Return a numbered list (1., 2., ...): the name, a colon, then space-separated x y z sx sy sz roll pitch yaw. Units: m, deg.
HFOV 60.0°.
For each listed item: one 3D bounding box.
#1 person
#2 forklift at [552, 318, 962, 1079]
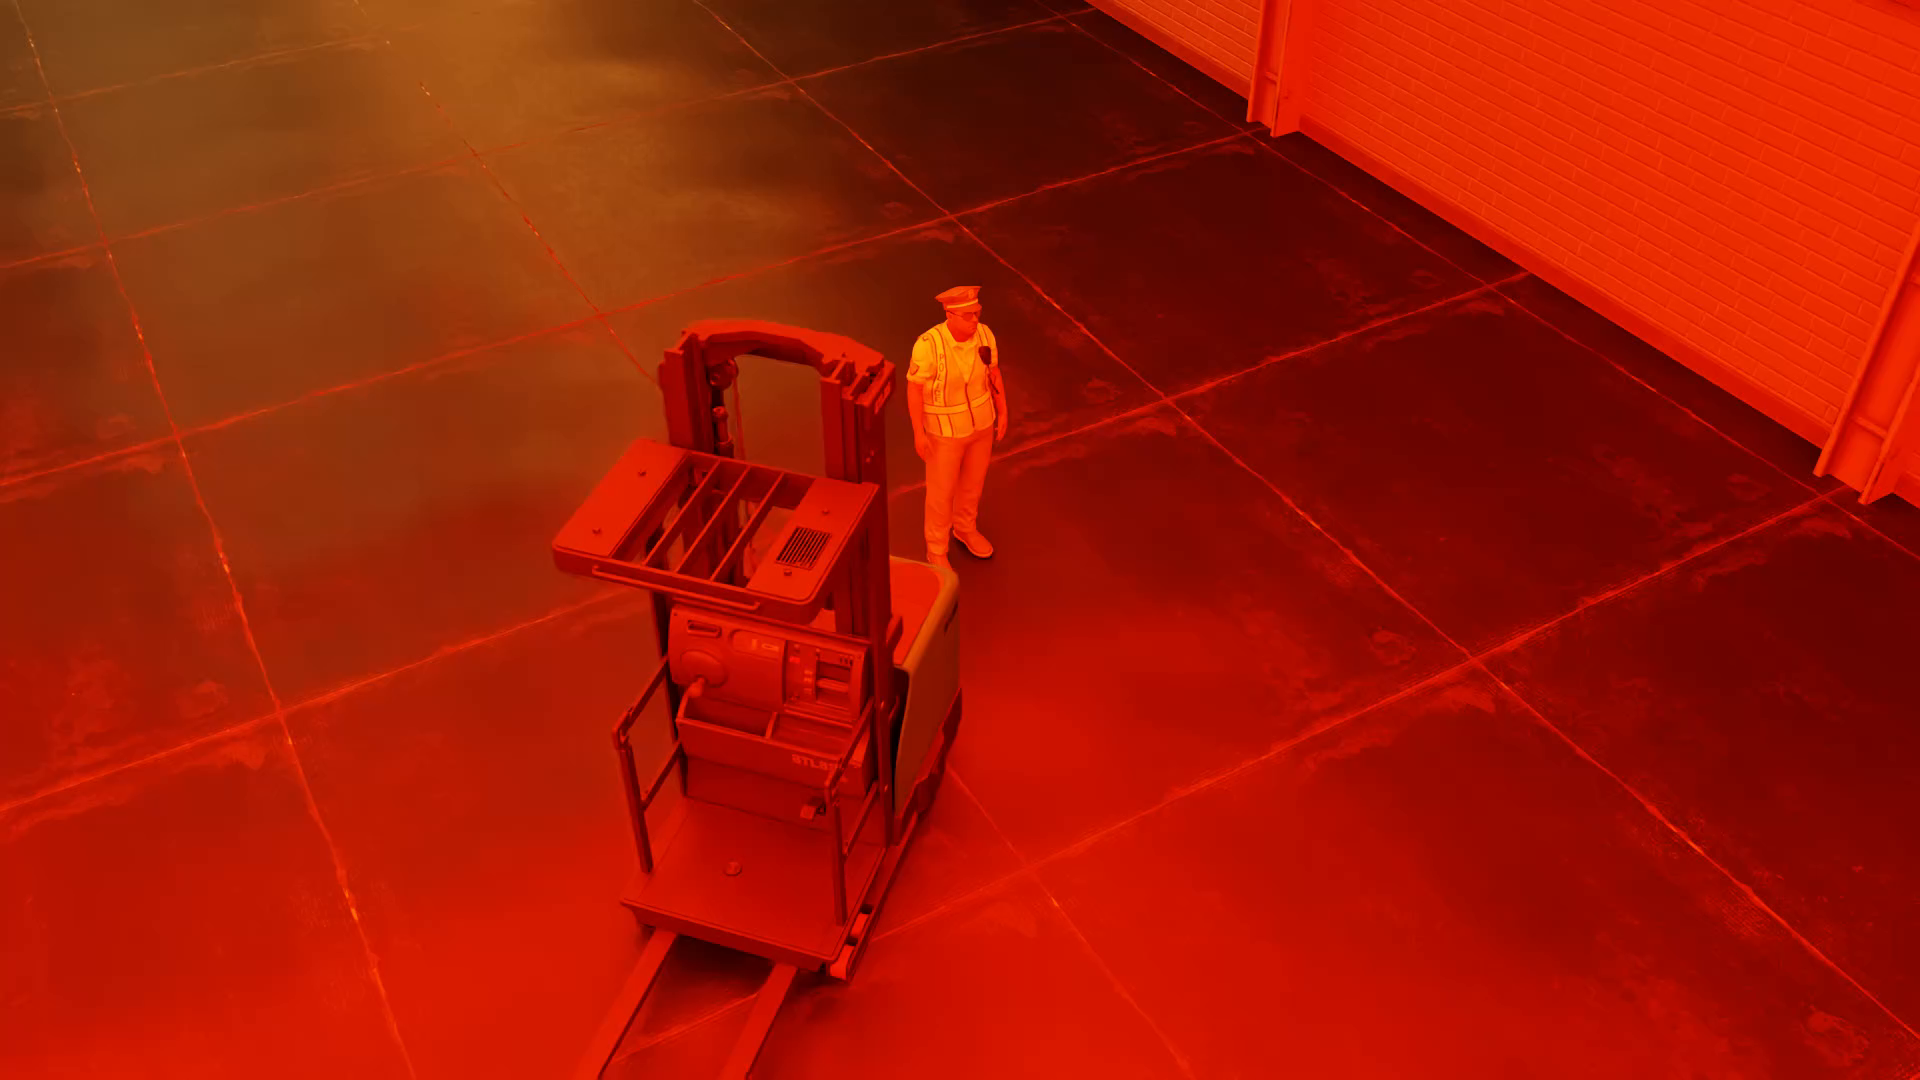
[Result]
1. person: 0.028 -0.645 9.702 0.640 1.781 0.575 -20 44 -23
2. forklift: -0.931 0.646 7.258 1.130 2.935 3.031 12 41 14
